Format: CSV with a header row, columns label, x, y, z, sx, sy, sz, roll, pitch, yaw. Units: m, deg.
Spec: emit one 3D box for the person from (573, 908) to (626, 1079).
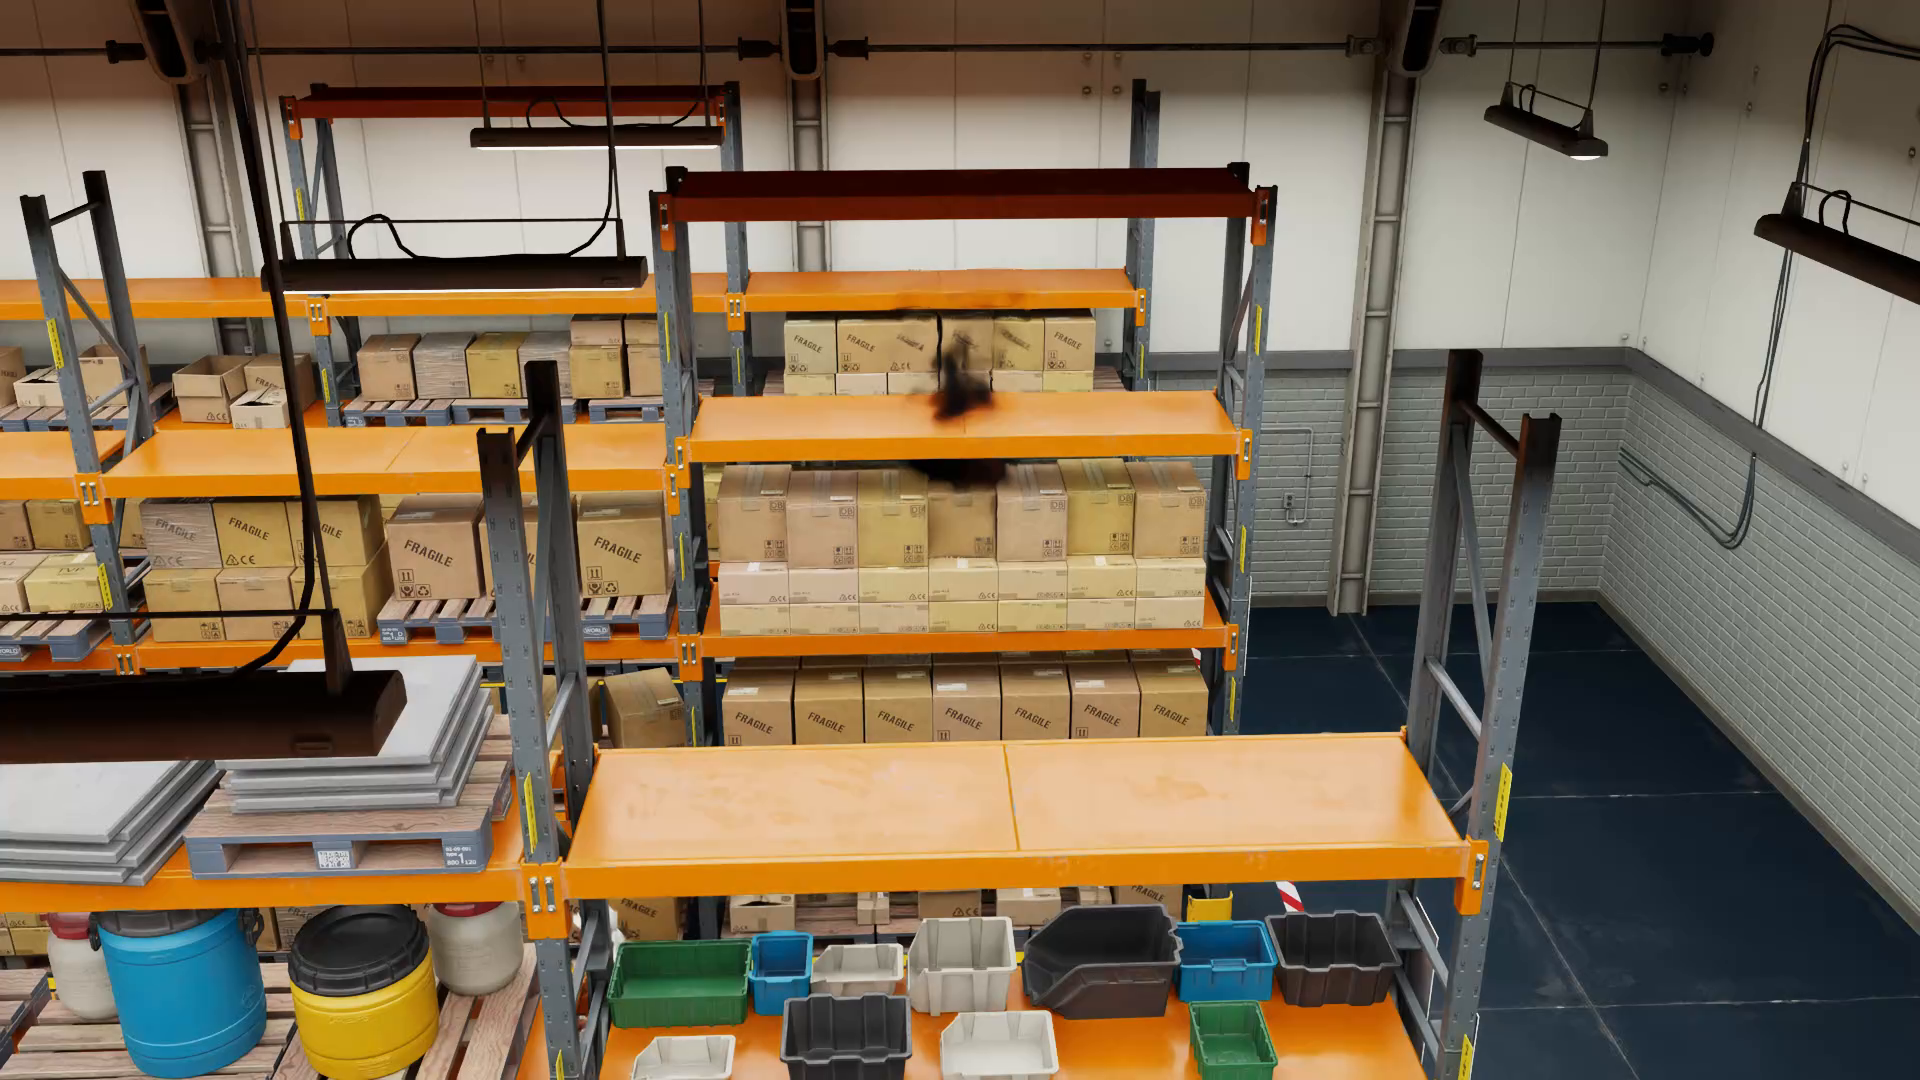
label,x,y,z,sx,sy,sz,roll,pitch,yaw
person,-2.376,3.171,11.063,0.605,1.719,0.699,-5,23,-11
